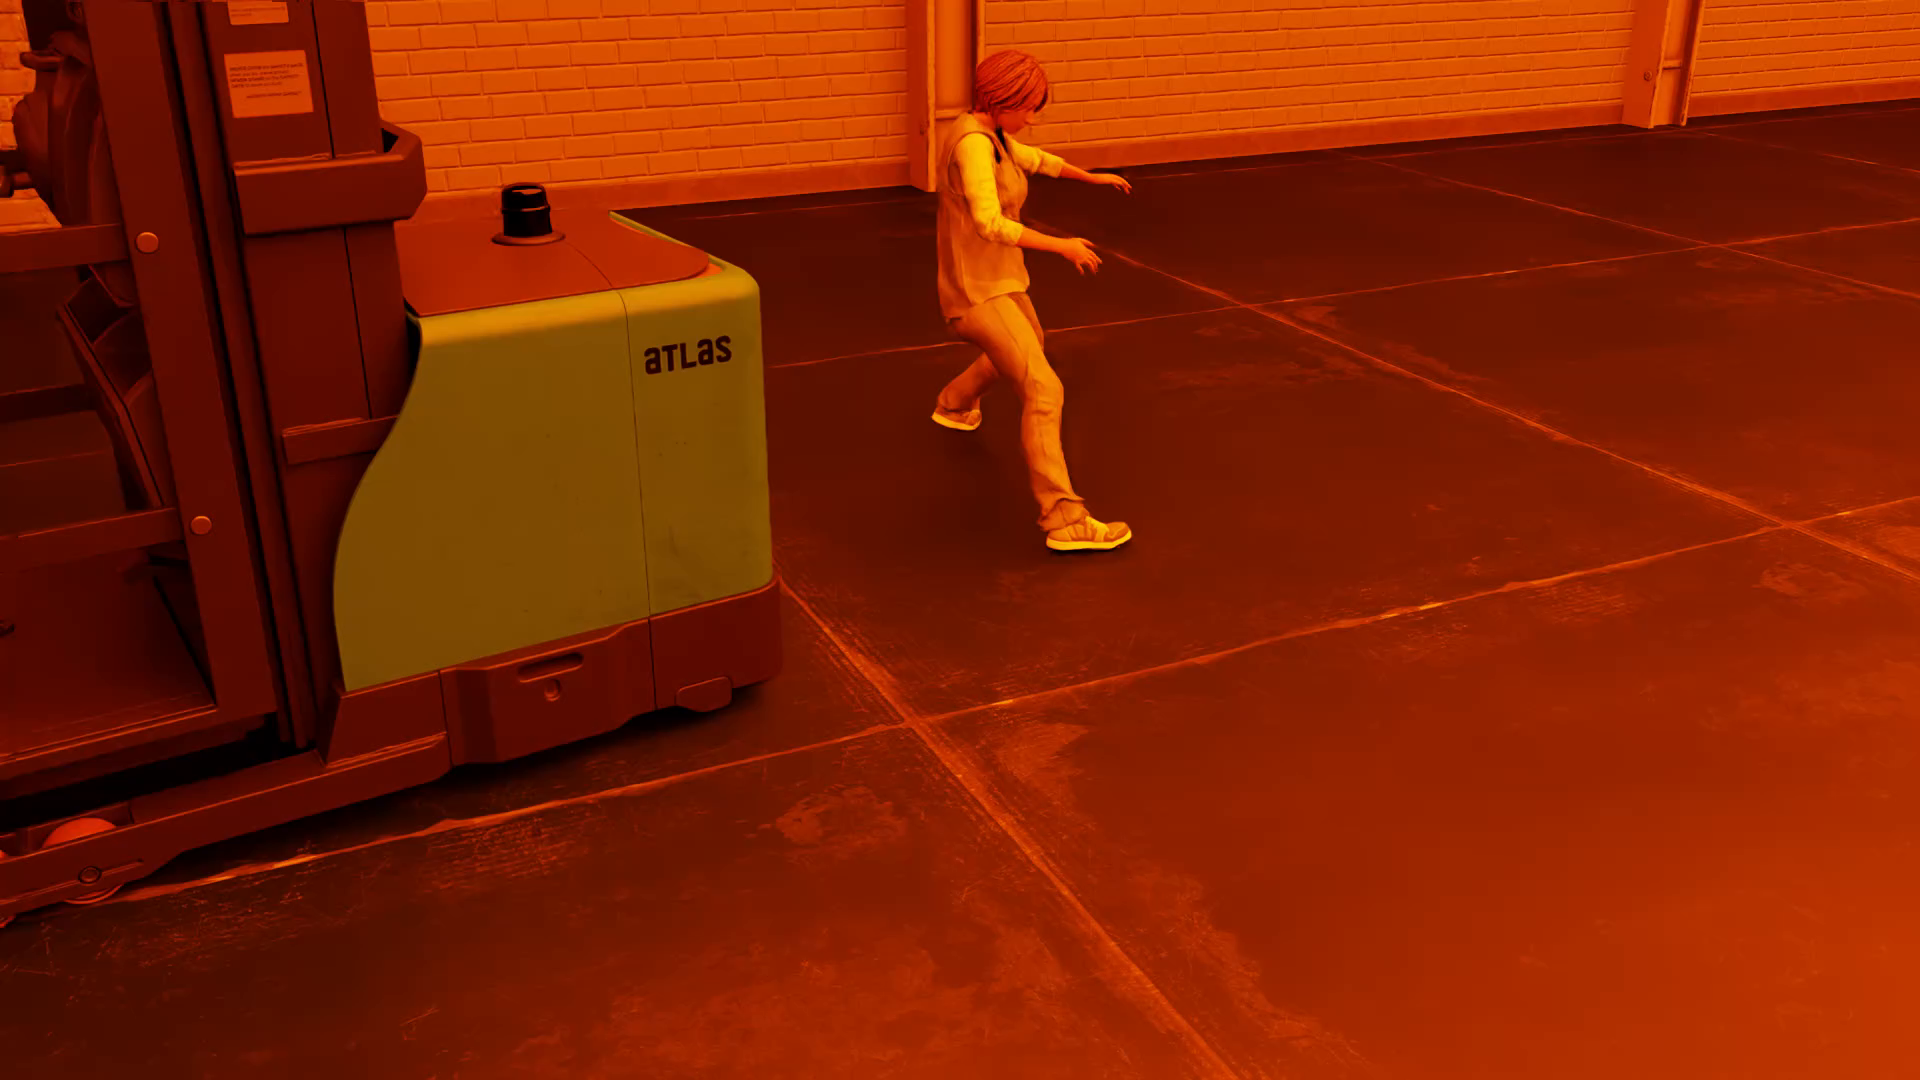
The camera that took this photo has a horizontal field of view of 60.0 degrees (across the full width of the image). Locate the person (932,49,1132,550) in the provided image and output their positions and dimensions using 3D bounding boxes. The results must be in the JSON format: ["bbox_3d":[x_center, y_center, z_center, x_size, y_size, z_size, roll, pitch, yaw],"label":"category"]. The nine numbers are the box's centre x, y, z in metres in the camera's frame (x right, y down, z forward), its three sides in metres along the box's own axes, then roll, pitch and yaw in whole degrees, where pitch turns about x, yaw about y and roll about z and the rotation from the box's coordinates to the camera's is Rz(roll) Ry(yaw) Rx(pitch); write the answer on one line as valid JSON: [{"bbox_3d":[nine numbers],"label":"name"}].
[{"bbox_3d":[0.217,-0.823,5.276,0.748,1.389,1.155,3,23,7],"label":"person"}]

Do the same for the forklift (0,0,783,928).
[{"bbox_3d":[-1.958,-0.813,3.242,3.031,2.935,1.130,-14,26,-30],"label":"forklift"}]
